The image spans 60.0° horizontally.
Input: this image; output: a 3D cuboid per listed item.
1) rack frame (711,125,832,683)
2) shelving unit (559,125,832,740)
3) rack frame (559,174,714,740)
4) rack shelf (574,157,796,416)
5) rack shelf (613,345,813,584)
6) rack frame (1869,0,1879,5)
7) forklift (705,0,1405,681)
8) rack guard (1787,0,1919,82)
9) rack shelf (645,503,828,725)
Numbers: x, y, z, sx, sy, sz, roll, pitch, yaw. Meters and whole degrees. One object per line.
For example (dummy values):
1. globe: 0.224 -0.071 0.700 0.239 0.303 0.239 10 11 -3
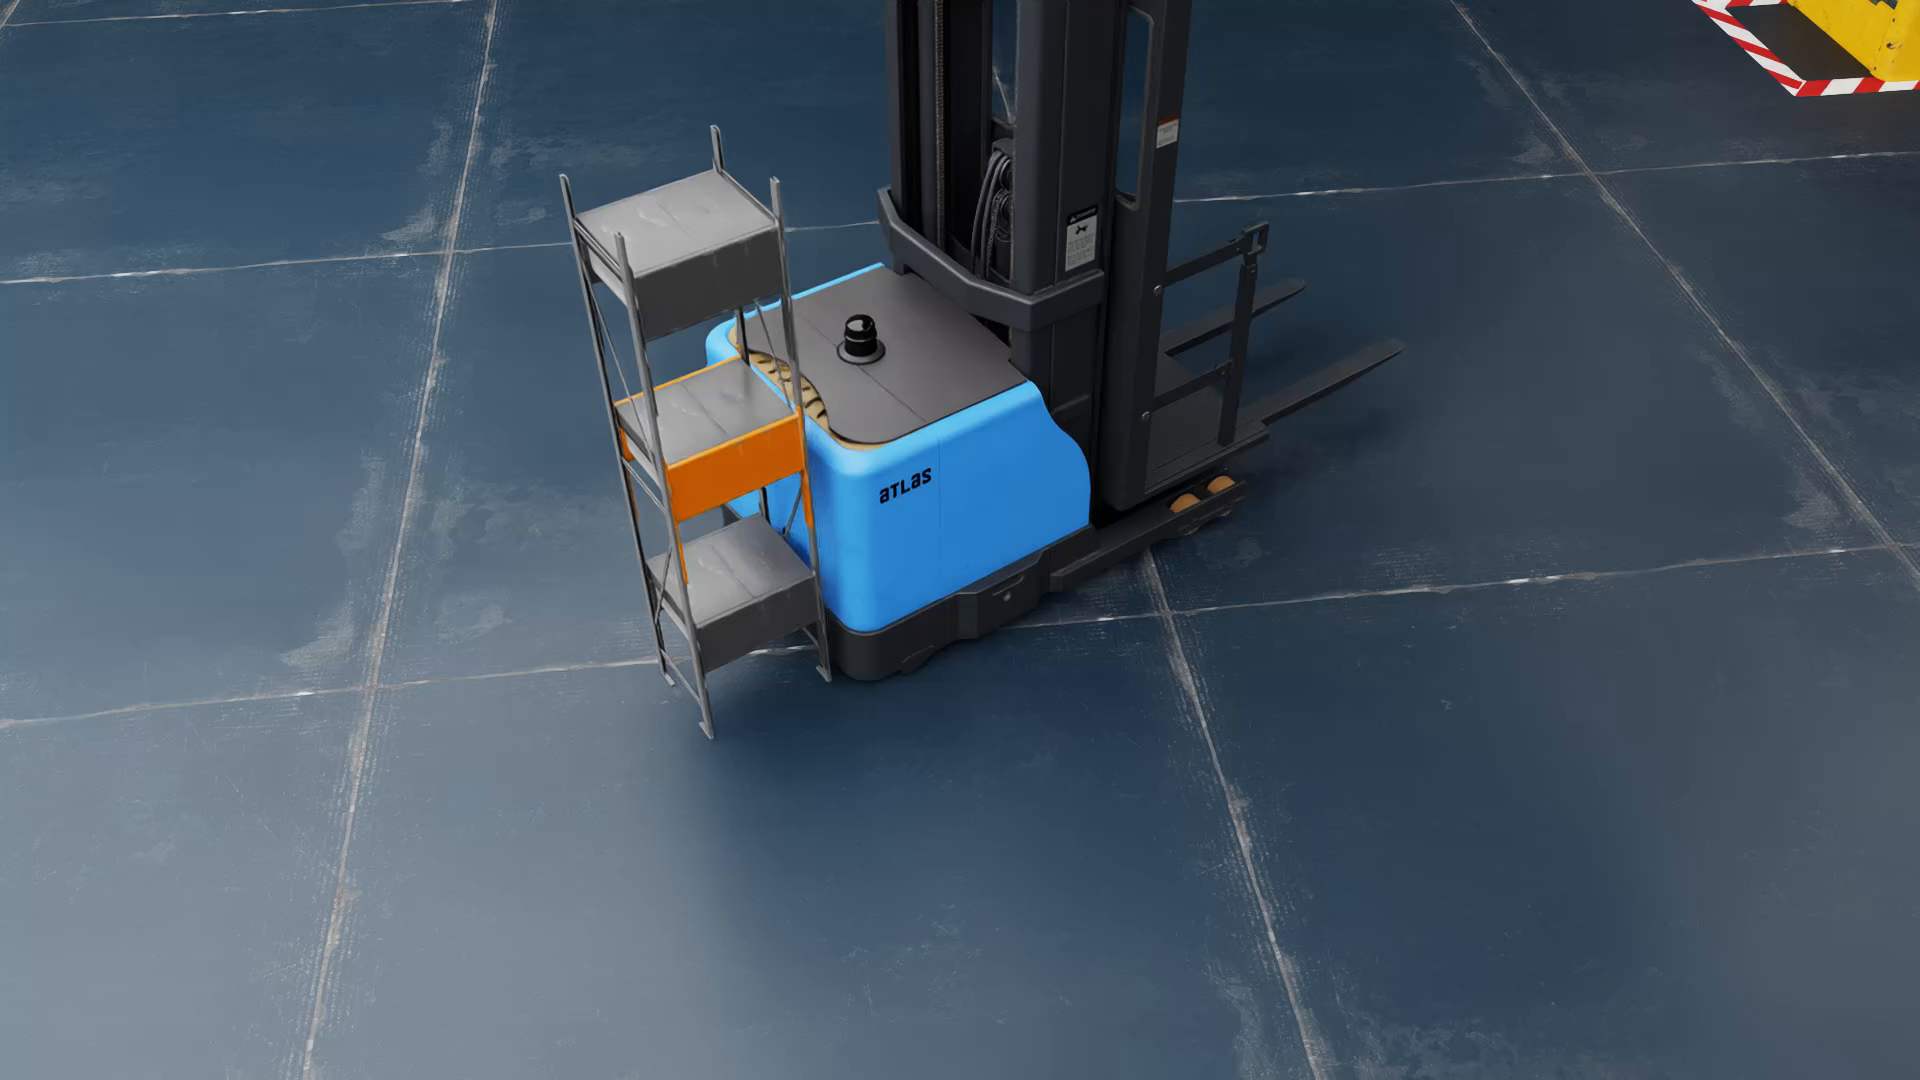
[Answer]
1. rack frame: -0.611 -0.357 5.563 0.015 2.100 0.400 -25 48 -23
2. shelving unit: -0.813 -0.262 5.465 0.503 2.100 0.431 -25 48 -23
3. rack frame: -1.016 -0.168 5.368 0.015 2.100 0.400 -25 48 -23
4. rack shelf: -0.825 -0.766 5.000 0.480 0.518 0.431 -25 48 -23
5. rack shelf: -0.813 -0.252 5.475 0.480 0.518 0.431 -25 48 -23
6. rack frame: 5.501 -4.191 9.157 0.127 3.000 1.000 -5 42 -6
7. forklift: 0.556 -1.371 6.082 3.031 2.935 1.130 -26 48 -26
8. rack guard: 5.478 -3.261 9.992 0.348 0.500 1.175 -5 42 -6
9. rack shelf: -0.801 0.262 5.949 0.480 0.518 0.431 -25 48 -23
